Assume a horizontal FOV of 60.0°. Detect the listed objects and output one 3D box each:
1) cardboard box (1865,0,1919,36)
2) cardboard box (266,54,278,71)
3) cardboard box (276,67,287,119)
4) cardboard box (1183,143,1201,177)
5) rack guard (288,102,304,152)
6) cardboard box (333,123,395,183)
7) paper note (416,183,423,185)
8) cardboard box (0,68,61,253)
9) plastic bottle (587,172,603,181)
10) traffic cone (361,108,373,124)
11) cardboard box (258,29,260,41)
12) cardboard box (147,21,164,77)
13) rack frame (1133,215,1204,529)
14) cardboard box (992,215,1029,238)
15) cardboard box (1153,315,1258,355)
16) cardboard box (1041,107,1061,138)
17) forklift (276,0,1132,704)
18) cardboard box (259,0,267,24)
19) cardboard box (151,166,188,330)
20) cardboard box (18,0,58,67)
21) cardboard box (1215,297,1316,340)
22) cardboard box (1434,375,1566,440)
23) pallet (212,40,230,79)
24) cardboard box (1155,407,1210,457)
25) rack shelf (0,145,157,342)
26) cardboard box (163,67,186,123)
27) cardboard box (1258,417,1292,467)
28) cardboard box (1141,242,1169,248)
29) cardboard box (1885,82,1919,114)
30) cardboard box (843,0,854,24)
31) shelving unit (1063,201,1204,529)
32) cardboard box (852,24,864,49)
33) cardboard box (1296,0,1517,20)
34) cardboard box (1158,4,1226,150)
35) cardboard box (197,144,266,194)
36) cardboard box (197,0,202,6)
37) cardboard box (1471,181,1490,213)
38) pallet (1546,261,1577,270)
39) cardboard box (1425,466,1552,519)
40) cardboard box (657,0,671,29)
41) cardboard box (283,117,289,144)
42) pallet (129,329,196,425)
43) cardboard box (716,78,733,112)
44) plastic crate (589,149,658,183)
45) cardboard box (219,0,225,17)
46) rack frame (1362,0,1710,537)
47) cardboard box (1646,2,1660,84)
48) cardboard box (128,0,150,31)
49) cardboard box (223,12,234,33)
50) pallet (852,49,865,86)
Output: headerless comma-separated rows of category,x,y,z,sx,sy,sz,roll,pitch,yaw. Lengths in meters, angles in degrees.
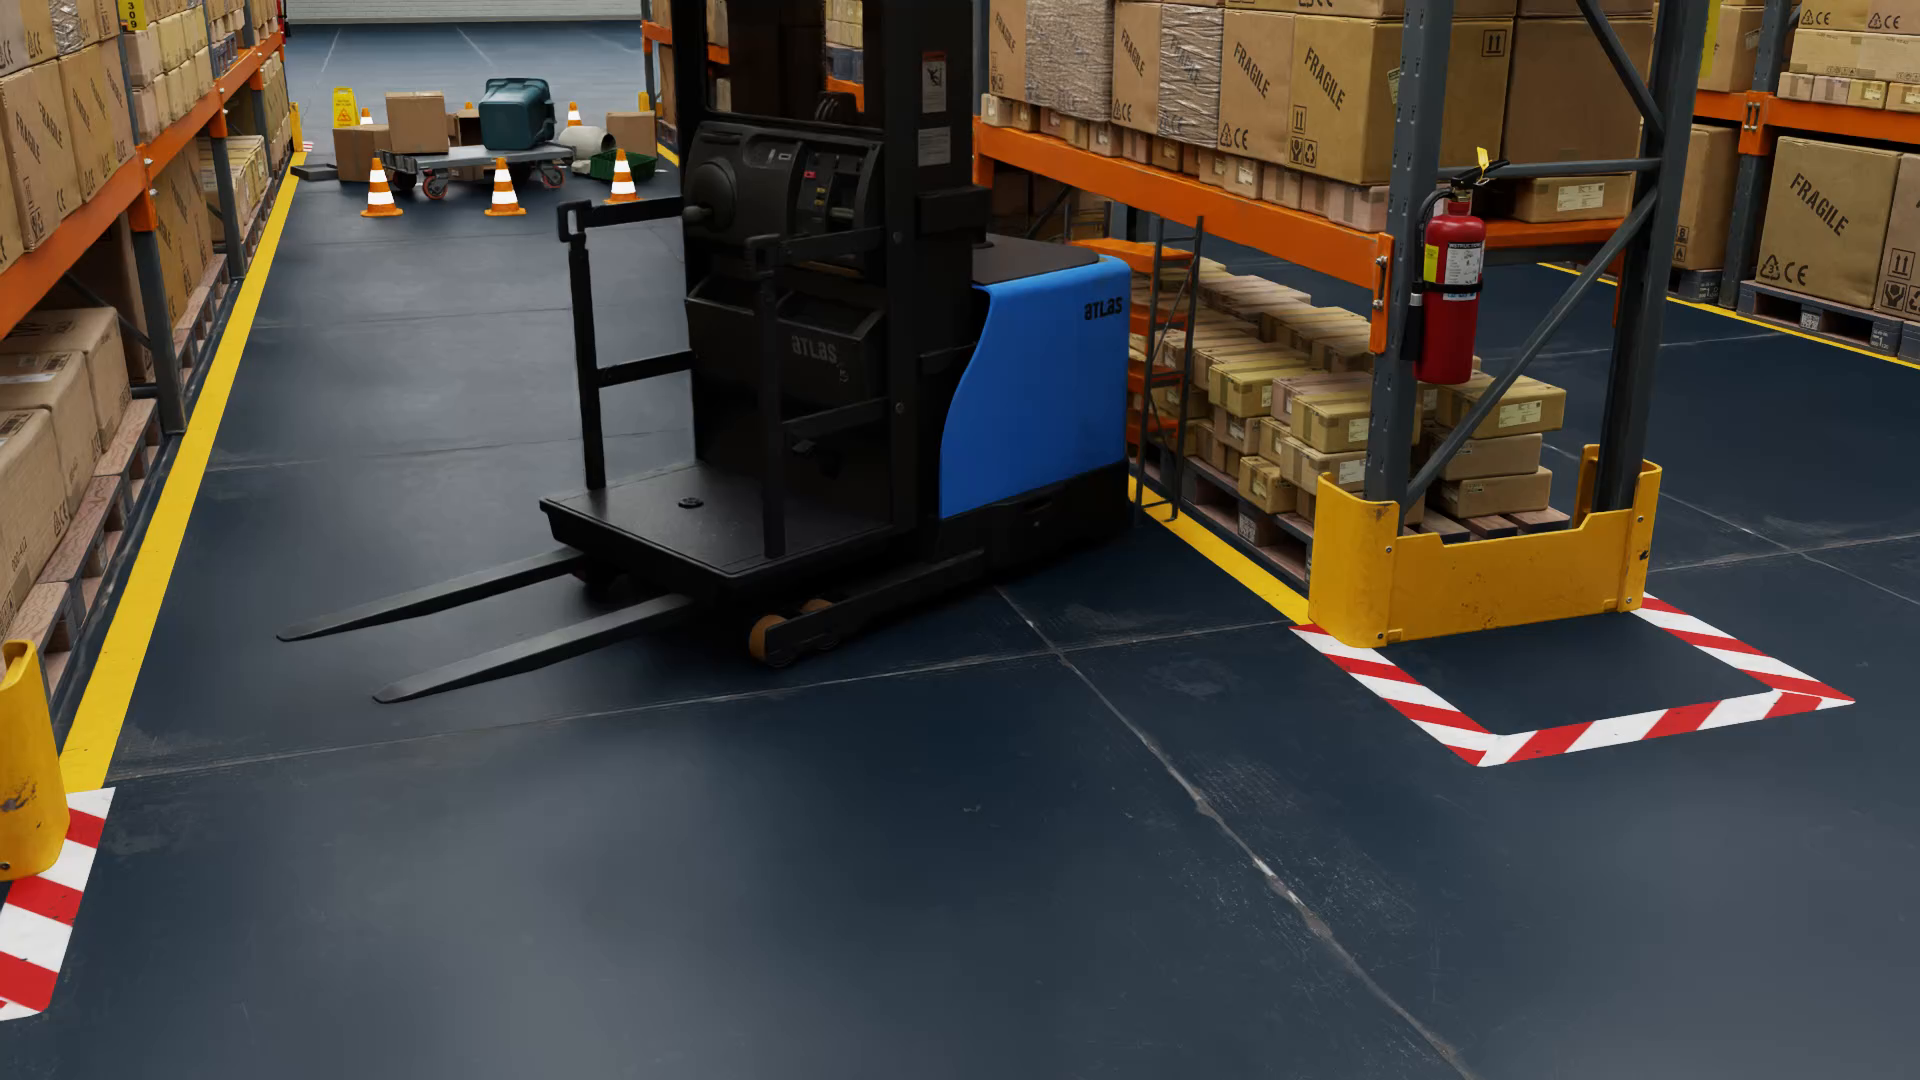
cardboard box,5.342,-3.005,9.017,0.500,0.500,0.500,-6,21,-17
cardboard box,-7.057,-4.776,16.653,0.380,0.149,0.250,-5,20,-15
cardboard box,-7.226,-4.580,17.067,0.500,0.500,0.500,-6,21,-15
cardboard box,1.112,-1.523,6.591,0.380,0.149,0.250,-7,21,-19
rack guard,-7.869,-4.519,18.259,1.175,0.500,0.348,-6,21,-17
cardboard box,-5.681,-3.750,16.113,0.500,0.500,0.500,8,21,20
paper note,-5.183,-3.390,15.811,0.148,0.019,0.142,-6,21,-17
cardboard box,-3.070,-1.142,5.010,0.500,0.500,0.500,-7,21,-18
plastic bottle,-3.488,-3.540,16.182,0.283,0.061,0.133,17,26,39
traffic cone,-6.533,-4.525,18.331,0.336,0.463,0.334,-6,21,-17
cardboard box,-6.716,-4.694,15.419,0.380,0.149,0.250,-6,21,-16
cardboard box,-4.182,-2.369,8.058,0.500,0.250,0.500,-6,21,-16
rack frame,0.798,-0.635,6.387,0.240,1.200,0.015,-12,23,-39
cardboard box,0.075,-1.660,9.676,0.500,0.500,0.500,-7,21,-18
cardboard box,1.034,-0.846,7.049,0.380,0.149,0.250,-7,21,-19
cardboard box,0.610,-2.029,7.999,0.380,0.149,0.250,-7,21,-20
forklift,-0.744,-1.170,5.337,1.130,2.935,3.031,19,27,41
cardboard box,-6.835,-5.115,15.633,0.500,0.500,0.500,-7,21,-18
cardboard box,-4.683,-1.546,8.806,0.875,0.875,0.875,-6,21,-16
cardboard box,-3.240,-1.777,5.299,0.500,0.500,0.500,-6,21,-17
cardboard box,1.359,-0.975,7.409,0.380,0.149,0.250,-6,21,-17
cardboard box,1.961,-0.484,6.043,0.380,0.149,0.250,-7,21,-20
pallet,-5.703,-3.280,11.394,1.213,0.211,1.003,-6,21,-17
cardboard box,1.032,-0.465,6.871,0.380,0.149,0.250,-7,21,-20
rack shelf,-3.492,-0.889,5.518,1.077,0.370,4.000,-6,21,-17
cardboard box,-4.319,-2.300,8.604,0.500,0.250,0.500,-7,21,-18
cardboard box,1.336,-0.368,6.161,0.380,0.149,0.250,-7,21,-18
cardboard box,0.905,-1.477,8.807,0.380,0.149,0.250,-6,21,-16
cardboard box,5.314,-2.421,9.090,0.380,0.149,0.250,-7,21,-19
cardboard box,-0.575,-3.582,11.262,0.380,0.149,0.250,-7,21,-19
shelving unit,0.639,-0.697,6.561,0.258,1.200,0.503,-12,23,-39
cardboard box,-0.506,-3.366,11.102,0.380,0.149,0.250,-5,20,-15
cardboard box,1.424,-1.922,5.263,0.500,0.500,0.500,-7,21,-18
cardboard box,1.093,-1.775,6.334,0.500,0.500,0.500,-6,21,-17
cardboard box,-6.239,-2.999,13.595,0.950,0.372,0.625,-5,20,-14
cardboard box,-4.967,-3.532,10.186,0.500,0.500,0.500,-7,21,-19
cardboard box,1.894,-1.242,5.808,0.380,0.149,0.250,-6,21,-15
pallet,4.585,-2.242,12.345,1.003,0.211,1.213,-6,21,-17
cardboard box,1.943,-0.202,6.138,0.380,0.149,0.250,-6,21,-16
cardboard box,-2.815,-5.868,18.093,0.875,0.550,0.550,-6,21,-17
cardboard box,-7.228,-4.226,17.190,0.500,0.250,0.500,-6,21,-17
pallet,-4.435,-0.796,8.322,1.003,0.211,1.213,-6,21,-17
cardboard box,-1.688,-3.944,15.666,1.050,0.750,0.750,-6,21,-17
plastic crate,-3.266,-3.615,16.118,0.450,0.188,0.662,13,22,7
cardboard box,-5.644,-4.043,12.025,0.500,0.500,0.500,-6,21,-16
rack frame,1.804,-1.144,5.164,1.000,3.000,0.127,-6,21,-17
cardboard box,4.731,-3.250,10.879,0.500,0.500,0.500,-6,21,-16
cardboard box,-3.986,-2.559,7.475,0.500,0.500,0.500,-6,21,-17
cardboard box,-5.905,-4.051,13.008,0.380,0.149,0.250,-6,21,-17
pallet,-0.050,-2.990,10.587,1.003,0.211,1.213,-6,21,-17
